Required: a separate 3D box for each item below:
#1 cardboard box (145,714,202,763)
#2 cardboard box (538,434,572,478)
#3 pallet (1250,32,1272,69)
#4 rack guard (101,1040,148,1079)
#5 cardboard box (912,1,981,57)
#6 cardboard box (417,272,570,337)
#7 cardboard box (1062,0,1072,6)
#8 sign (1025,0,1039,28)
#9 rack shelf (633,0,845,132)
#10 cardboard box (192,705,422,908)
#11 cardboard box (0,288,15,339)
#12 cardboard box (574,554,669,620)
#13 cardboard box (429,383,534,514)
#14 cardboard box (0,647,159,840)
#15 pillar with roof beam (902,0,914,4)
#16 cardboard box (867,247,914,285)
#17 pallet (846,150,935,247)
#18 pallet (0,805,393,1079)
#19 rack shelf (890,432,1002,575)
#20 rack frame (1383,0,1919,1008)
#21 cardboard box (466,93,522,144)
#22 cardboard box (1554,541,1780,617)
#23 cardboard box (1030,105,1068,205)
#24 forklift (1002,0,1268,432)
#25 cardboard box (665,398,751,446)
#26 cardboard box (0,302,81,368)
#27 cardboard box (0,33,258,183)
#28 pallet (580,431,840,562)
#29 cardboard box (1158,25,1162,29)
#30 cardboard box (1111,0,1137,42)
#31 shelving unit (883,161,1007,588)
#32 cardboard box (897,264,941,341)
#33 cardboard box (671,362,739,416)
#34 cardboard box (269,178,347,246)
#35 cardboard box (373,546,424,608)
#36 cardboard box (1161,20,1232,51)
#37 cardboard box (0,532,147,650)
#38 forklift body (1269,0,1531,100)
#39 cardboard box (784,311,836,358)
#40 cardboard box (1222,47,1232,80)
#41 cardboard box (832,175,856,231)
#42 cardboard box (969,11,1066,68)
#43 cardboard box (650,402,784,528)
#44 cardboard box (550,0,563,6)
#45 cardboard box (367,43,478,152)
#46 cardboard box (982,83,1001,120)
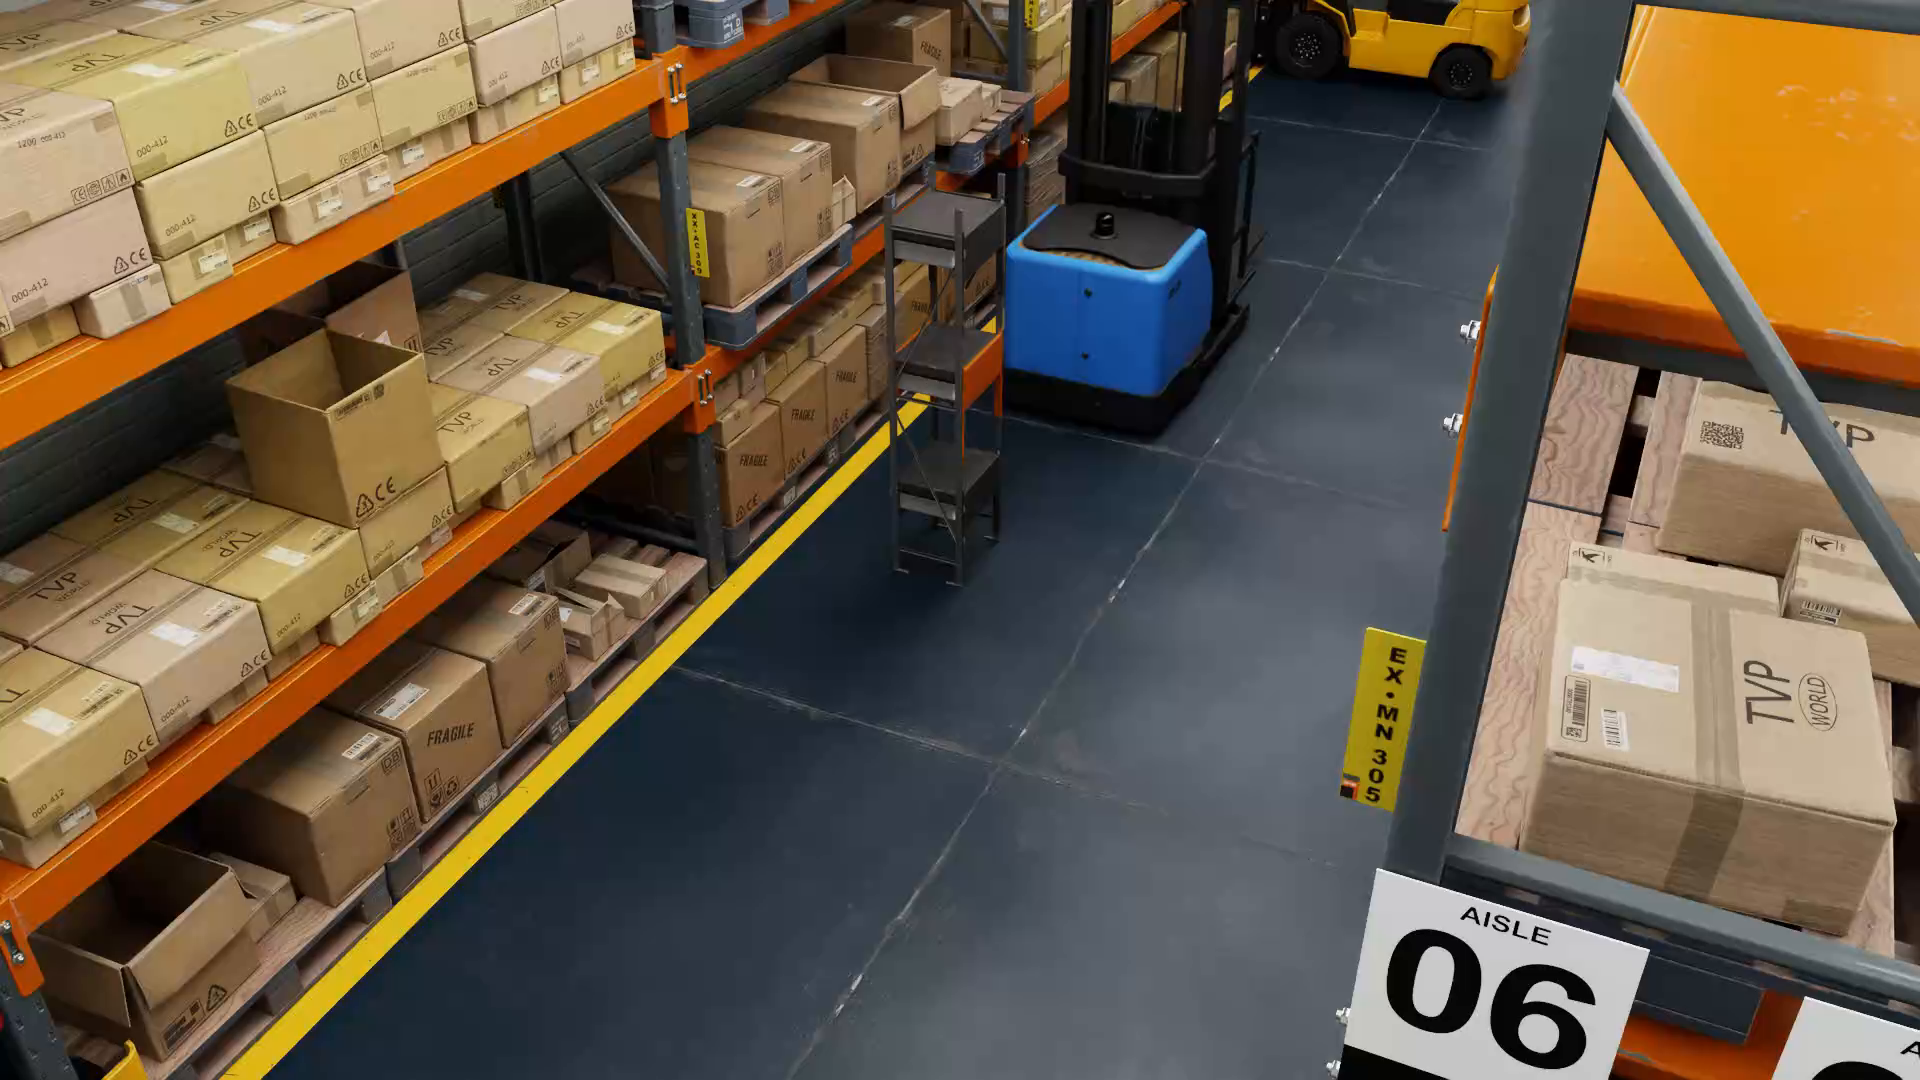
[{"bbox_3d":[-2.856,0.589,5.714,0.380,0.149,0.250,14,36,20],"label":"cardboard box"},{"bbox_3d":[-1.926,-0.416,7.246,0.380,0.149,0.250,15,36,22],"label":"cardboard box"},{"bbox_3d":[2.515,-4.946,16.469,1.003,0.211,1.213,14,36,20],"label":"pallet"},{"bbox_3d":[-3.353,1.868,5.813,1.175,0.500,0.348,14,36,20],"label":"rack guard"},{"bbox_3d":[-0.103,-3.557,11.489,0.500,0.250,0.500,15,36,22],"label":"cardboard box"},{"bbox_3d":[-2.164,-1.008,7.786,0.500,0.250,0.500,14,36,20],"label":"cardboard box"},{"bbox_3d":[0.558,-3.795,11.488,0.380,0.149,0.250,15,36,22],"label":"cardboard box"},{"bbox_3d":[0.459,-3.455,10.668,0.100,0.325,0.005,14,36,20],"label":"sign"},{"bbox_3d":[-0.875,-3.081,9.002,1.077,0.370,4.000,14,36,20],"label":"rack shelf"},{"bbox_3d":[-2.650,1.031,6.708,0.700,0.500,0.500,16,36,22],"label":"cardboard box"},{"bbox_3d":[-2.951,-0.614,4.449,0.500,0.250,0.500,14,36,20],"label":"cardboard box"},{"bbox_3d":[-1.678,0.230,8.249,0.380,0.149,0.250,13,35,19],"label":"cardboard box"},{"bbox_3d":[-2.120,-0.385,6.836,0.500,0.250,0.500,14,36,20],"label":"cardboard box"},{"bbox_3d":[-2.951,0.635,5.280,0.500,0.250,0.500,14,36,21],"label":"cardboard box"},{"bbox_3d":[3.599,-5.501,9.301,9.100,9.000,0.400,14,36,20],"label":"pillar with roof beam"},{"bbox_3d":[-0.506,-1.712,10.298,0.380,0.149,0.250,14,36,20],"label":"cardboard box"},{"bbox_3d":[-0.847,-2.074,9.721,1.003,0.211,1.213,14,36,20],"label":"pallet"},{"bbox_3d":[-3.021,1.592,6.499,1.003,0.211,1.213,14,36,20],"label":"pallet"},{"bbox_3d":[-0.069,-0.199,8.808,0.431,0.518,0.480,14,36,20],"label":"rack shelf"},{"bbox_3d":[1.125,-0.511,1.691,1.000,3.000,0.127,14,36,20],"label":"rack frame"},{"bbox_3d":[-1.926,-1.660,6.408,0.380,0.149,0.250,14,36,20],"label":"cardboard box"},{"bbox_3d":[1.334,0.159,3.160,0.380,0.149,0.250,11,35,17],"label":"cardboard box"},{"bbox_3d":[0.502,-2.941,12.651,0.875,0.625,0.625,15,36,22],"label":"cardboard box"},{"bbox_3d":[1.324,-2.668,10.515,1.130,2.935,3.031,14,36,21],"label":"forklift"},{"bbox_3d":[-1.320,-0.651,8.680,0.380,0.149,0.250,16,36,23],"label":"cardboard box"},{"bbox_3d":[-2.832,-0.654,4.875,0.380,0.149,0.250,14,36,21],"label":"cardboard box"},{"bbox_3d":[-2.544,-1.330,5.085,0.500,0.250,0.500,14,36,20],"label":"cardboard box"},{"bbox_3d":[-1.406,-0.379,9.504,1.003,0.211,1.213,14,36,20],"label":"pallet"},{"bbox_3d":[1.653,-4.640,15.128,0.500,0.250,0.500,13,36,19],"label":"cardboard box"},{"bbox_3d":[1.012,-3.991,12.607,0.500,0.250,0.500,15,36,22],"label":"cardboard box"},{"bbox_3d":[-0.069,-0.796,8.417,0.431,2.100,0.503,14,36,20],"label":"shelving unit"},{"bbox_3d":[-0.455,-1.486,10.546,0.500,0.500,0.500,16,36,23],"label":"cardboard box"},{"bbox_3d":[-1.375,-0.789,8.620,0.380,0.149,0.250,14,36,20],"label":"cardboard box"},{"bbox_3d":[-2.311,-1.135,5.608,0.380,0.149,0.250,14,36,21],"label":"cardboard box"},{"bbox_3d":[-2.323,0.099,6.461,0.380,0.149,0.250,15,36,22],"label":"cardboard box"},{"bbox_3d":[2.118,-4.521,14.946,0.500,0.250,0.500,14,36,20],"label":"cardboard box"},{"bbox_3d":[-3.217,0.253,5.863,0.500,0.250,0.500,14,36,21],"label":"cardboard box"},{"bbox_3d":[4.173,-5.390,15.377,2.313,2.155,1.214,14,36,20],"label":"forklift body"},{"bbox_3d":[-0.936,-1.192,9.506,0.380,0.149,0.250,14,36,20],"label":"cardboard box"},{"bbox_3d":[2.139,-4.306,15.075,0.500,0.250,0.500,15,36,21],"label":"cardboard box"},{"bbox_3d":[-0.782,-1.855,8.951,0.396,0.266,0.258,16,36,23],"label":"cardboard box"},{"bbox_3d":[0.392,-3.429,11.294,0.500,0.250,0.500,14,36,20],"label":"cardboard box"},{"bbox_3d":[-1.305,-0.451,8.967,0.500,0.500,0.500,16,36,23],"label":"cardboard box"},{"bbox_3d":[-1.704,-2.350,6.641,0.500,0.250,0.500,14,36,21],"label":"cardboard box"},{"bbox_3d":[-2.119,-1.636,6.008,0.500,0.250,0.500,15,36,21],"label":"cardboard box"},{"bbox_3d":[0.036,-2.779,10.467,0.380,0.149,0.250,15,36,21],"label":"cardboard box"}]
